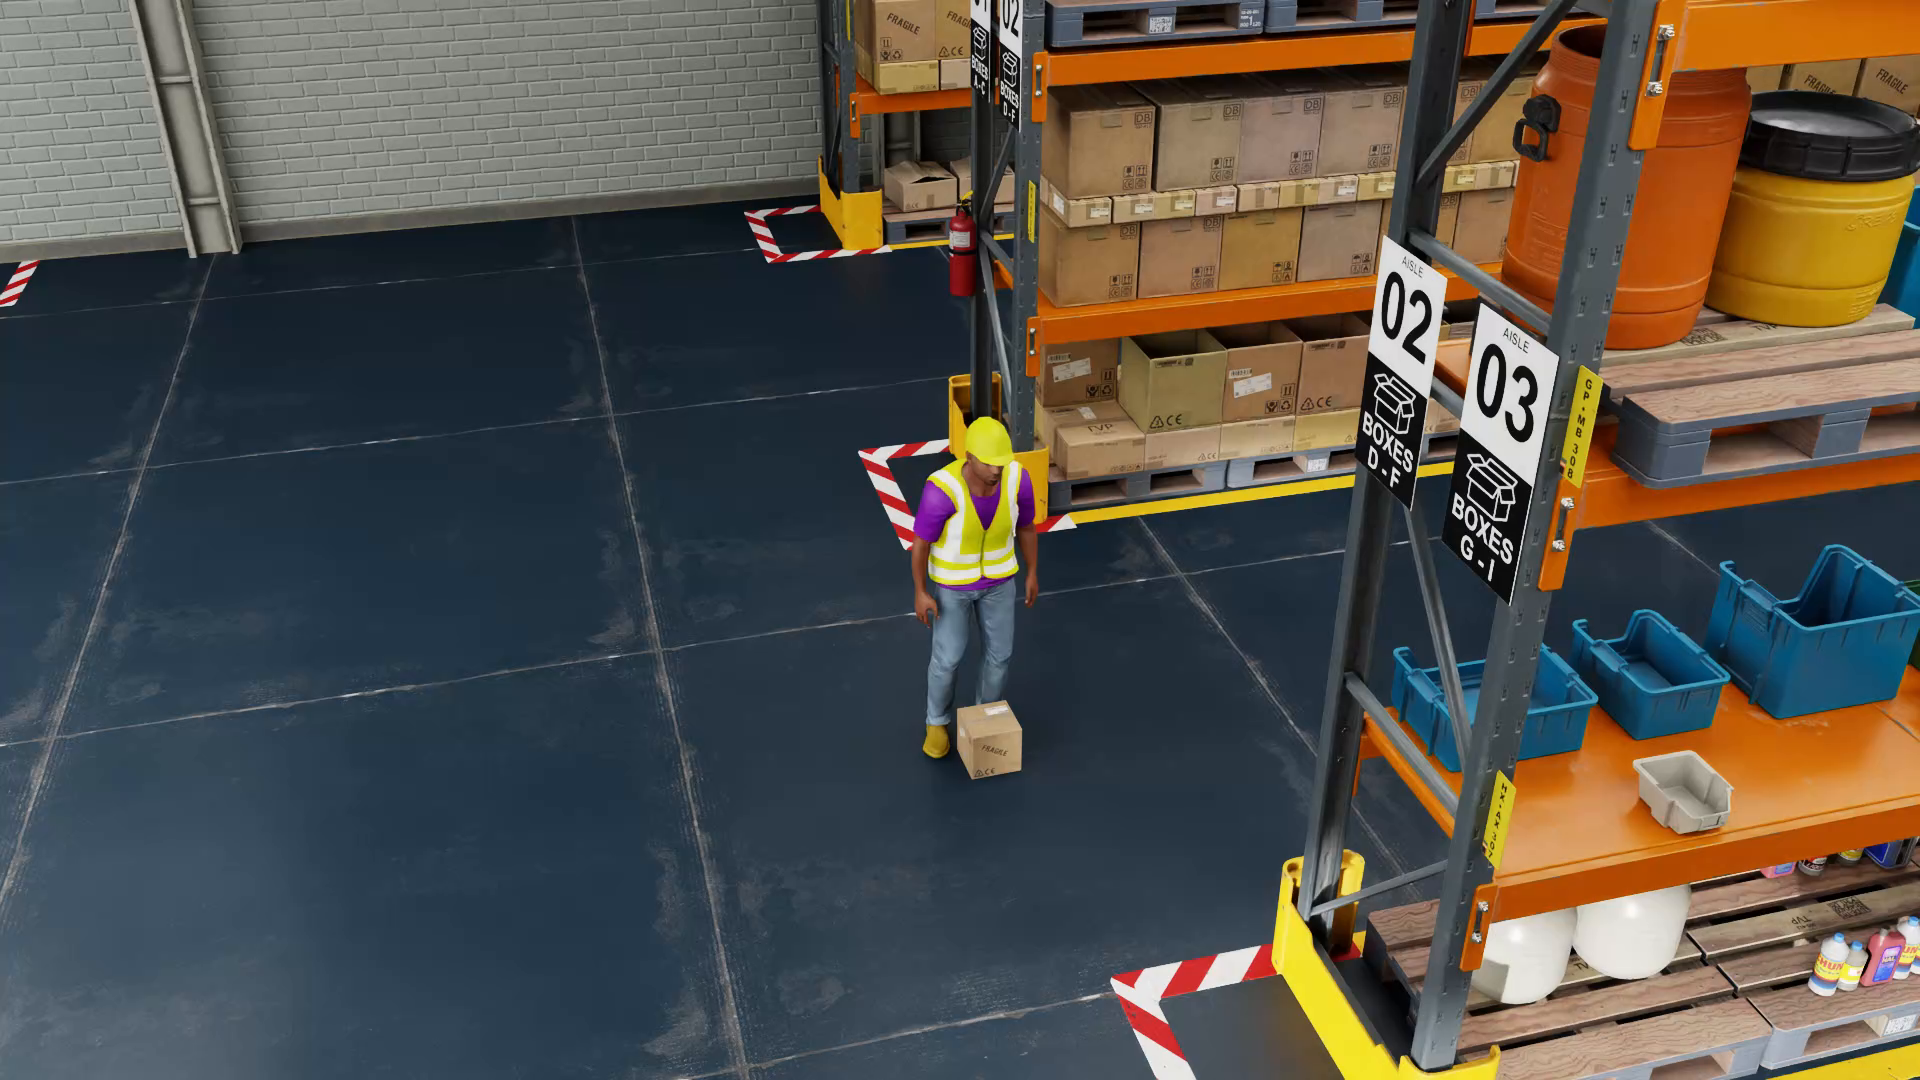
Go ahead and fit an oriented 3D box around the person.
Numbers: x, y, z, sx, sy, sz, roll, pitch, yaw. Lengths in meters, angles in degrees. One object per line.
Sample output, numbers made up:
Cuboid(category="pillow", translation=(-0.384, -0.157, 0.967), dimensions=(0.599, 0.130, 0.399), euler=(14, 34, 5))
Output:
Cuboid(category="person", translation=(0.082, 0.203, 7.872), dimensions=(0.634, 1.759, 0.460), euler=(-10, 31, -16))
